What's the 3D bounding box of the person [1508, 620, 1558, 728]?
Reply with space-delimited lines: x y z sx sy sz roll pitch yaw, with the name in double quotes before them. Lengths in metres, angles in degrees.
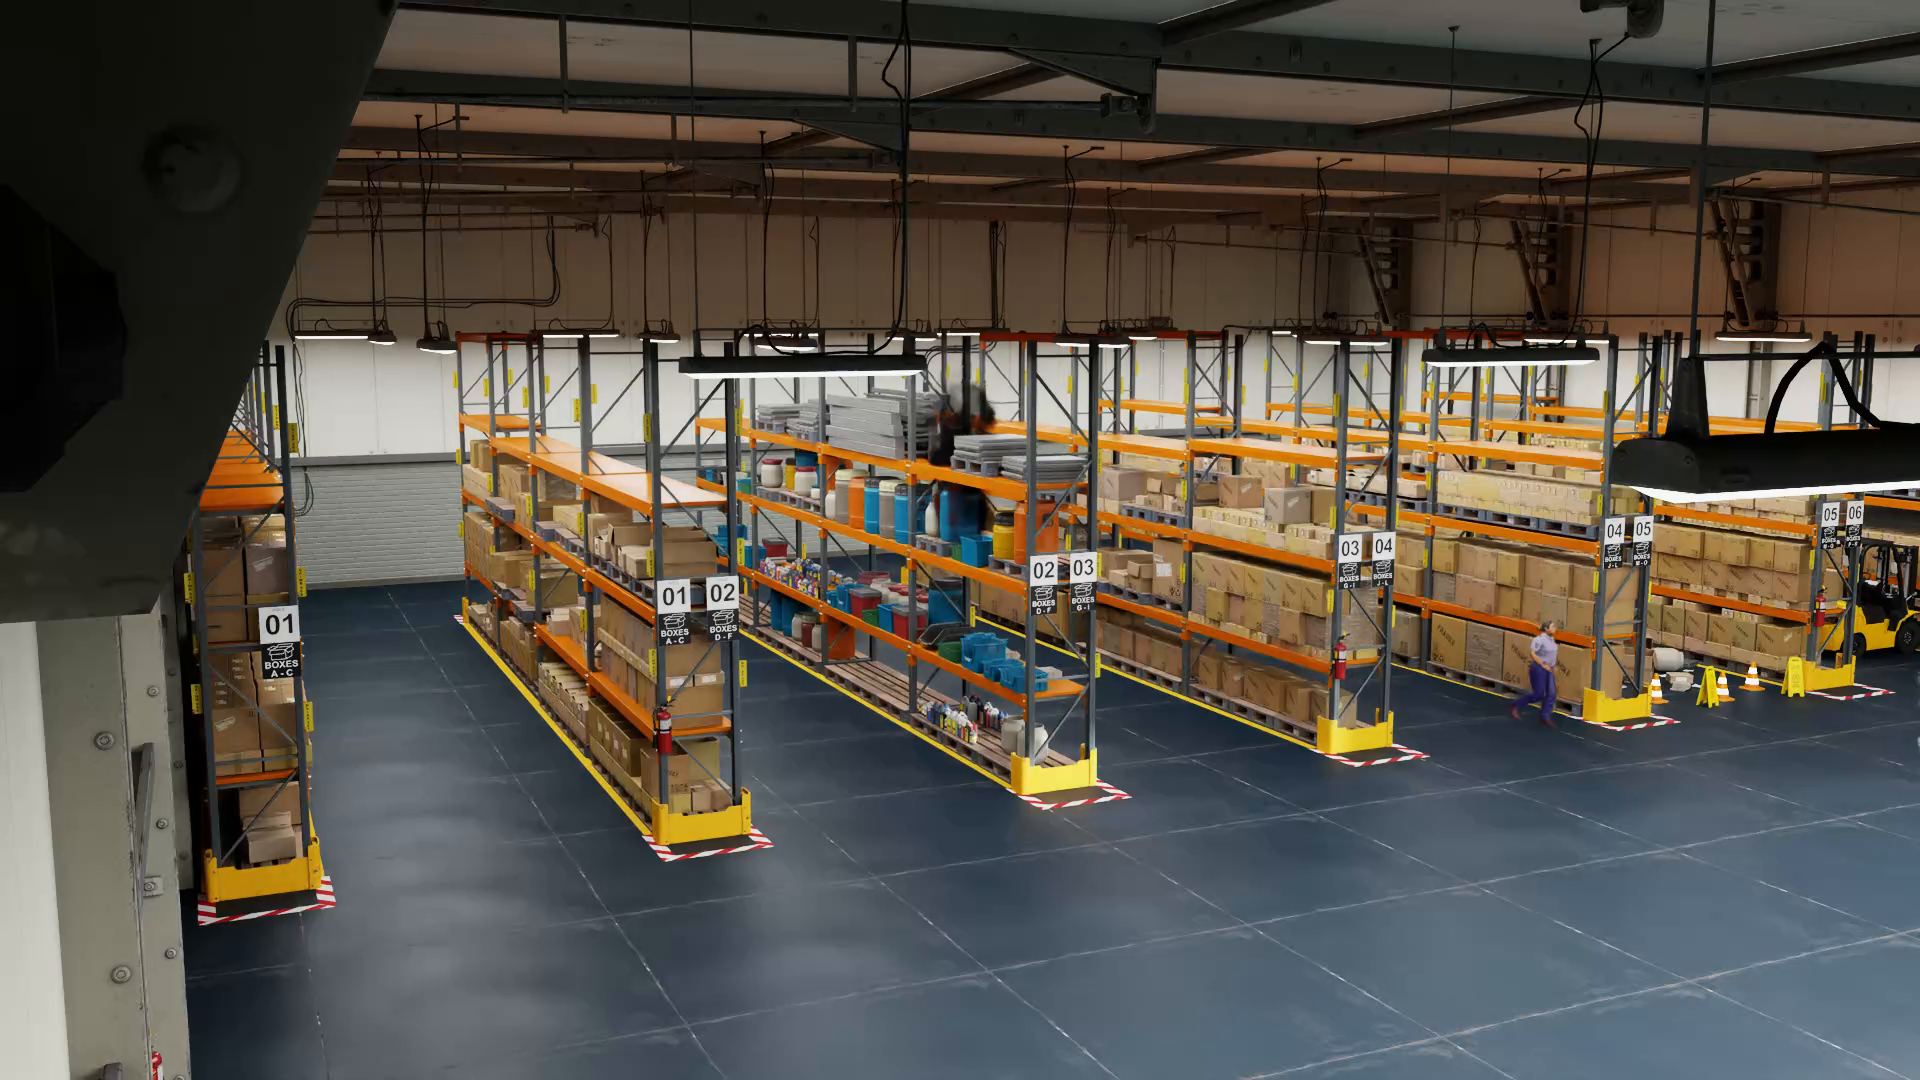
"person" 9.065 2.051 25.963 0.742 1.624 0.698 8 11 44
